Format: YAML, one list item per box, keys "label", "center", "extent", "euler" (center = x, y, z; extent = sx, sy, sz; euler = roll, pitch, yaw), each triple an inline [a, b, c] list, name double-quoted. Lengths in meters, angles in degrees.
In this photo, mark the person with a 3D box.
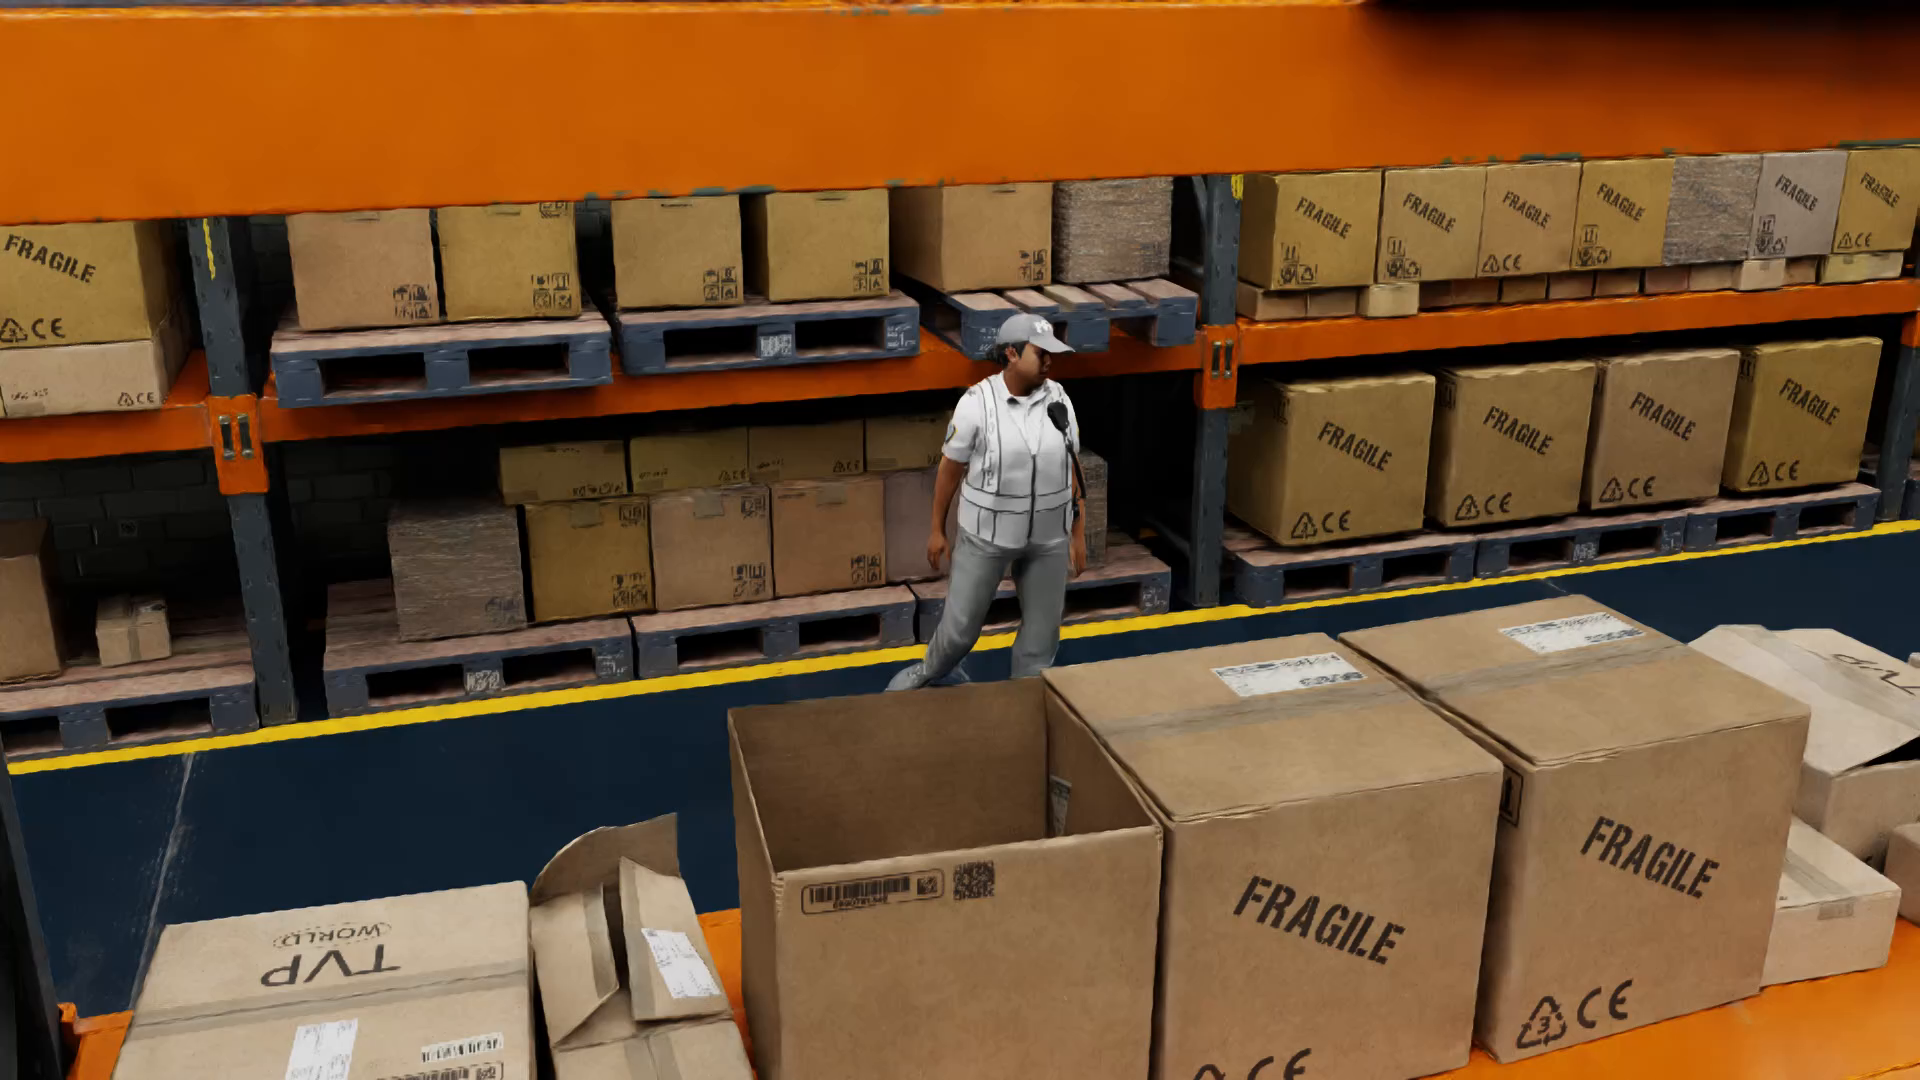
- label: "person"
  center: [0.099, -0.026, 6.153]
  extent: [0.681, 1.659, 0.587]
  euler: [-6, 20, -15]
